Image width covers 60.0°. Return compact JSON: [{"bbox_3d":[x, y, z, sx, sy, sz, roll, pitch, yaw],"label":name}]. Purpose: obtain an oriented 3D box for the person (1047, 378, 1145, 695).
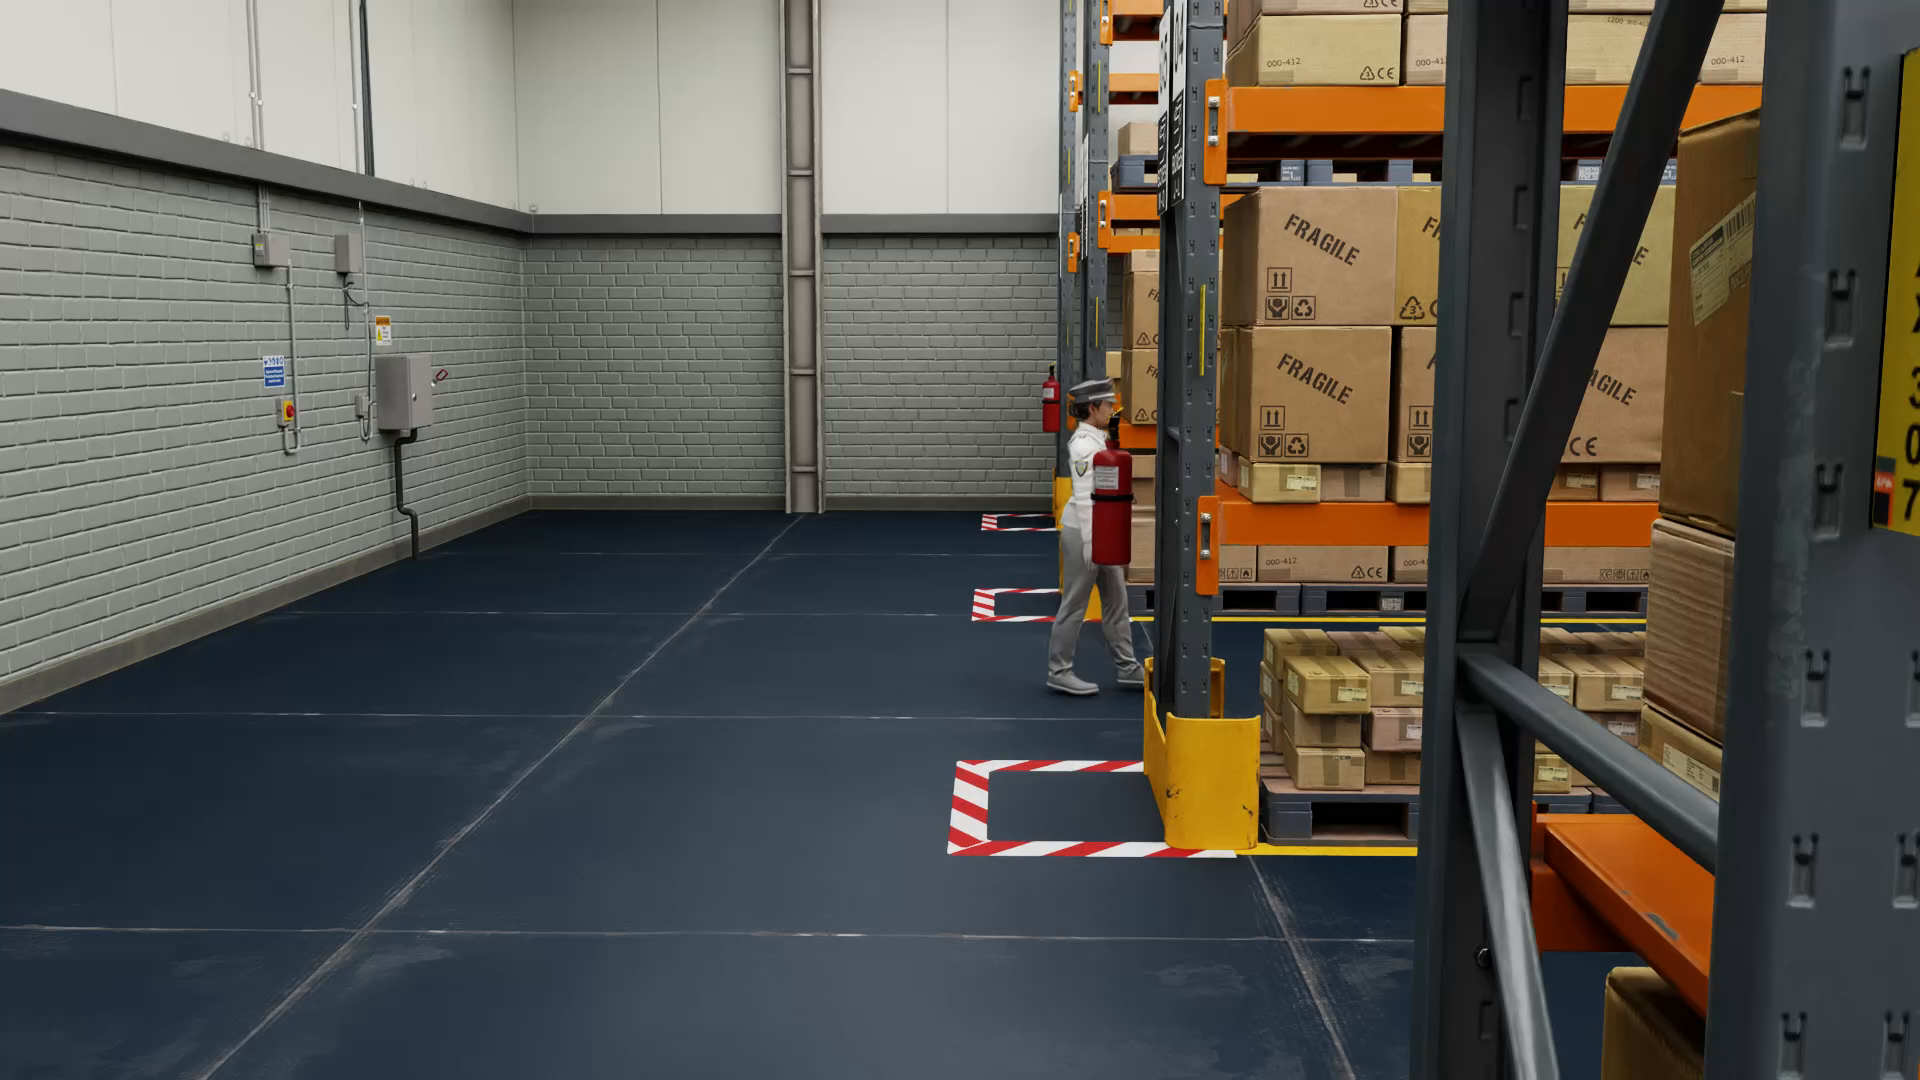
[{"bbox_3d":[0.781,-0.017,8.774,0.631,1.672,0.497,2,8,16],"label":"person"}]
